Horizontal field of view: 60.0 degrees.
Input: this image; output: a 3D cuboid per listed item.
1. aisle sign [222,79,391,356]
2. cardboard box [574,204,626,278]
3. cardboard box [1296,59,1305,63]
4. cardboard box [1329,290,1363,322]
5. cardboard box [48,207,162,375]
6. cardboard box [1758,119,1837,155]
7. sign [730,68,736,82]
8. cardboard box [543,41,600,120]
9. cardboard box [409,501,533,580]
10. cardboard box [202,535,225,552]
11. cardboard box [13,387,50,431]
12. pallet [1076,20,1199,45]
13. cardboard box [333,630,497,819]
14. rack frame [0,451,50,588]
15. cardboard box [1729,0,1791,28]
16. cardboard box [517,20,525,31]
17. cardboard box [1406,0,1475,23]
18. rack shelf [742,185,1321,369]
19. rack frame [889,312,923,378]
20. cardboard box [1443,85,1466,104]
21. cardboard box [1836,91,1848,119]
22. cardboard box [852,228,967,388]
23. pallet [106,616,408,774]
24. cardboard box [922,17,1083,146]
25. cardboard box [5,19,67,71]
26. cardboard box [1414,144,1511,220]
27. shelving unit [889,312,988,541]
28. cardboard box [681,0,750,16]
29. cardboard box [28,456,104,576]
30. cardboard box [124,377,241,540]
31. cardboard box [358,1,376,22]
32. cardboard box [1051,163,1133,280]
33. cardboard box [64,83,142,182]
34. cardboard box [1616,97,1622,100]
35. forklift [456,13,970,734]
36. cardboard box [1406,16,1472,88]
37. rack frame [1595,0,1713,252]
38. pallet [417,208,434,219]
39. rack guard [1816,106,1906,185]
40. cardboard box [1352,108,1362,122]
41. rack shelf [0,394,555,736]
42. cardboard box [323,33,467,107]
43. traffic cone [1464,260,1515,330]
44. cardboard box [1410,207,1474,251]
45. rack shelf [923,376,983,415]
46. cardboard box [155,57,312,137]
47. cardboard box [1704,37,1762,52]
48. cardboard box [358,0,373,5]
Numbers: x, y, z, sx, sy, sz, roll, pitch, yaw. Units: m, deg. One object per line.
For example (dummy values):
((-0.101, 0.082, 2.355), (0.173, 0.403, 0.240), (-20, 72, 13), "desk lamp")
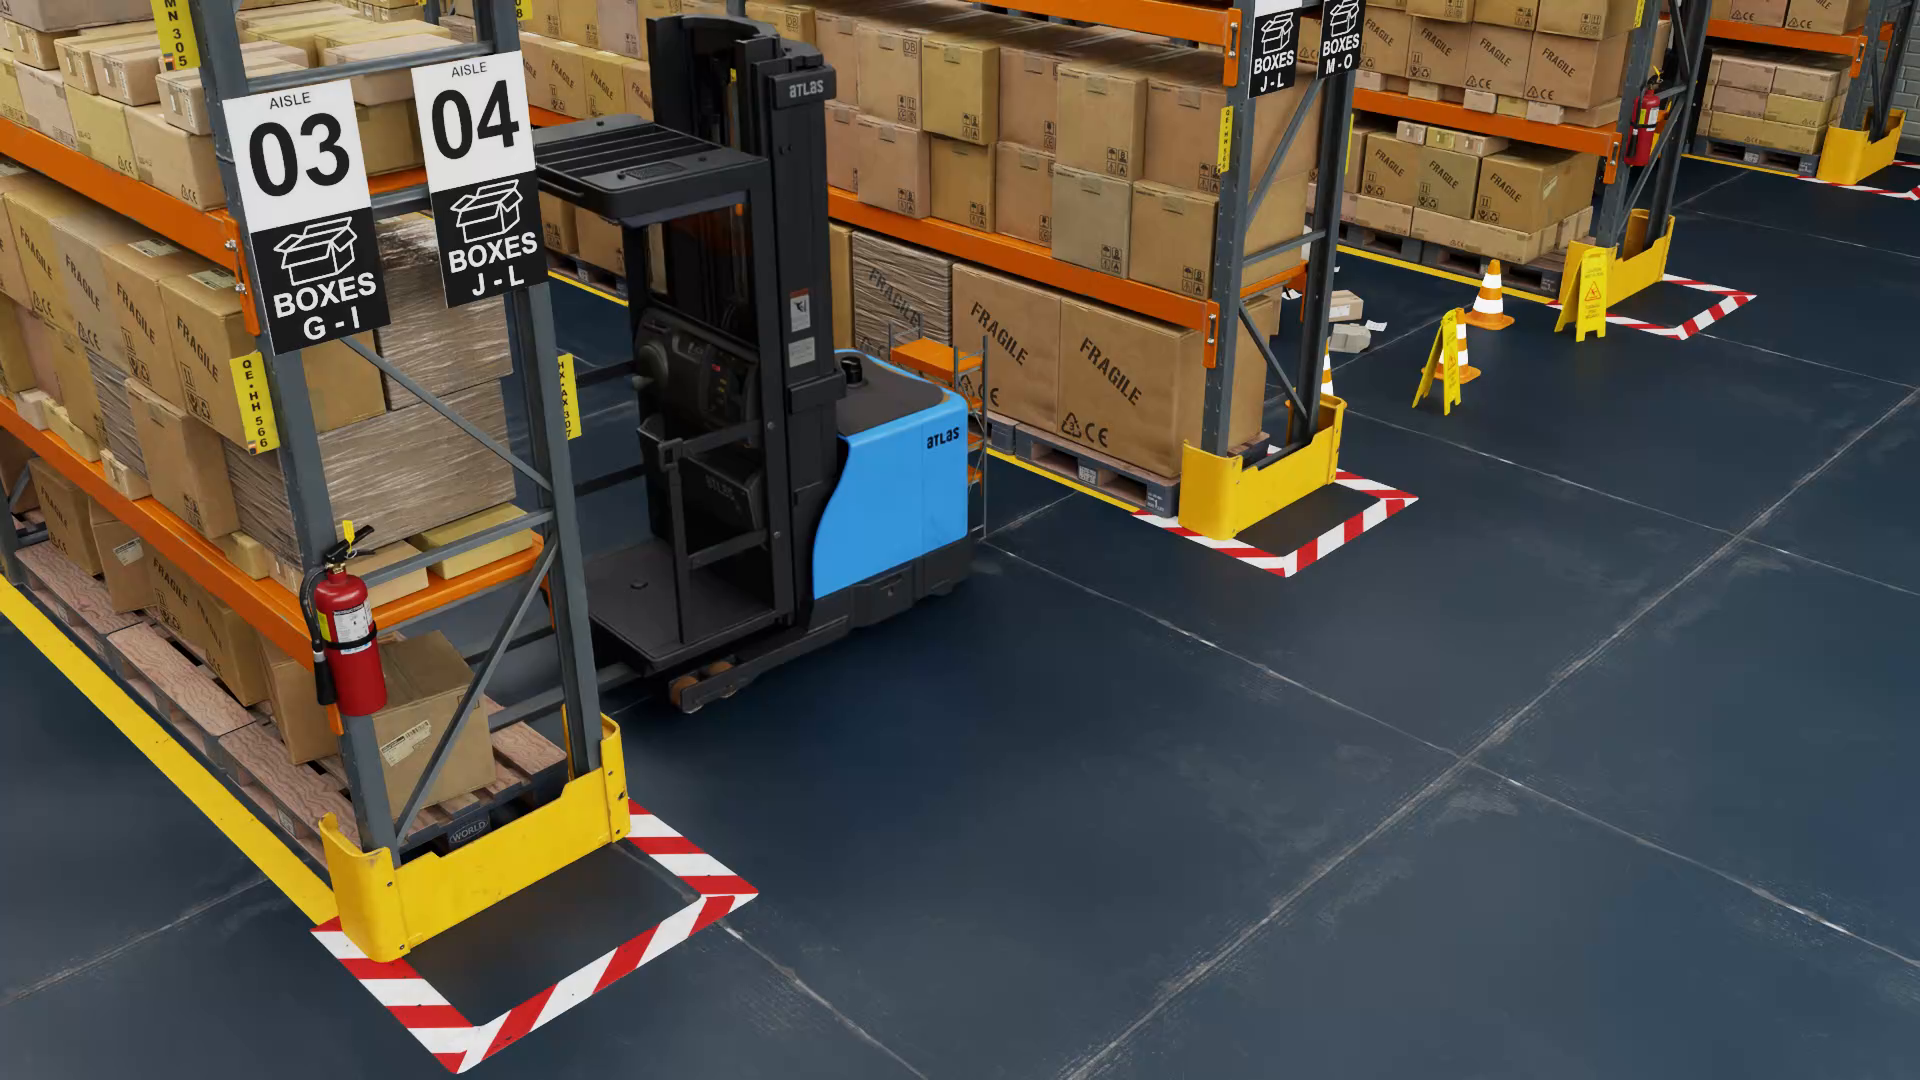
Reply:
((-1.992, -0.986, 5.109), (0.004, 0.787, 0.394), (25, 36, 38), "aisle sign")
((-2.320, -2.552, 12.847), (0.750, 0.750, 1.050), (25, 36, 38), "cardboard box")
((2.849, -3.995, 13.894), (0.380, 0.149, 0.250), (-24, 36, -38), "cardboard box")
((2.772, -1.739, 12.398), (0.380, 0.149, 0.250), (-7, 29, -14), "cardboard box")
((-3.107, -0.996, 6.420), (0.500, 0.500, 0.500), (25, 36, 38), "cardboard box")
((8.043, -3.910, 15.965), (0.500, 0.250, 0.500), (25, 37, 39), "cardboard box")
((-1.502, -3.167, 10.892), (0.005, 0.325, 0.100), (25, 36, 38), "sign")
((-2.773, -3.494, 12.564), (0.500, 0.500, 0.500), (24, 36, 38), "cardboard box")
((-1.862, -0.016, 6.327), (0.250, 0.149, 0.380), (25, 36, 38), "cardboard box")
((-2.734, -0.101, 6.490), (0.250, 0.149, 0.380), (25, 36, 38), "cardboard box")
((-4.035, -0.647, 7.528), (0.250, 0.149, 0.380), (25, 36, 38), "cardboard box")
((1.827, -4.762, 15.289), (1.213, 0.211, 1.003), (25, 36, 38), "pallet")
((-2.259, 0.756, 6.824), (0.500, 0.500, 0.500), (-18, 33, -30), "cardboard box")
((-4.678, -1.260, 8.424), (0.127, 3.000, 1.000), (25, 36, 38), "rack frame")
((7.701, -5.182, 15.775), (0.500, 0.500, 0.500), (-24, 36, -38), "cardboard box")
((-3.306, -4.351, 13.120), (0.500, 0.500, 0.700), (24, 36, 38), "cardboard box")
((3.813, -4.256, 12.620), (0.500, 0.500, 0.700), (24, 36, 38), "cardboard box")
((0.297, -1.902, 10.418), (4.000, 0.370, 1.077), (25, 36, 38), "rack shelf")
((-0.292, -0.665, 9.225), (0.015, 1.200, 0.240), (25, 36, 38), "rack frame")
((3.990, -3.524, 13.000), (0.380, 0.149, 0.250), (-25, 36, -38), "cardboard box")
((8.410, -4.305, 16.180), (0.500, 0.250, 0.500), (-25, 36, -38), "cardboard box")
((-0.084, -1.597, 10.897), (0.875, 0.875, 0.875), (25, 37, 39), "cardboard box")
((-3.300, 0.580, 7.921), (1.213, 0.211, 1.003), (25, 36, 38), "pallet")
((0.256, -2.753, 9.941), (0.500, 0.550, 0.875), (25, 36, 38), "cardboard box")
((-3.165, -1.807, 5.973), (0.250, 0.149, 0.380), (22, 35, 36), "cardboard box")
((3.993, -2.889, 13.218), (0.500, 0.500, 0.500), (-24, 36, -37), "cardboard box")
((-0.118, -0.585, 9.073), (0.503, 1.200, 0.258), (25, 36, 38), "shelving unit")
((-1.487, -3.520, 11.540), (0.500, 0.500, 0.700), (24, 36, 38), "cardboard box")
((-4.421, -0.196, 8.634), (0.500, 0.500, 0.500), (23, 36, 37), "cardboard box")
((-2.639, -0.443, 6.442), (0.500, 0.500, 0.875), (25, 36, 38), "cardboard box")
((-4.844, -4.481, 14.049), (0.380, 0.149, 0.250), (-24, 36, -37), "cardboard box")
((1.020, -1.913, 9.503), (0.550, 0.550, 0.875), (25, 36, 38), "cardboard box")
((-2.706, -1.451, 5.725), (0.500, 0.250, 0.500), (25, 37, 39), "cardboard box")
((5.025, -3.312, 12.596), (0.250, 0.149, 0.380), (25, 37, 39), "cardboard box")
((-1.379, -0.769, 7.563), (3.031, 2.935, 1.130), (-23, 35, -36), "forklift")
((3.834, -3.835, 12.893), (0.500, 0.500, 0.500), (24, 36, 38), "cardboard box")
((5.122, -3.244, 12.196), (0.127, 3.000, 1.000), (25, 36, 38), "rack frame")
((-4.537, -3.200, 15.108), (1.213, 0.211, 1.003), (25, 36, 38), "pallet")
((8.616, -3.778, 15.898), (0.348, 0.500, 1.175), (25, 36, 38), "rack guard")
((3.110, -3.540, 13.760), (0.380, 0.149, 0.250), (-23, 35, -36), "cardboard box")
((-3.252, -0.289, 7.350), (4.000, 0.370, 1.077), (25, 36, 38), "rack shelf")
((-1.860, -1.559, 5.502), (0.250, 0.149, 0.380), (24, 36, 38), "cardboard box")
((3.911, -1.833, 12.239), (0.334, 0.463, 0.336), (25, 36, 38), "traffic cone")
((3.993, -2.559, 13.396), (0.500, 0.250, 0.500), (25, 37, 39), "cardboard box")
((-0.118, -0.724, 9.001), (0.480, 0.148, 0.258), (25, 36, 38), "rack shelf")
((-2.243, -1.380, 5.161), (0.250, 0.149, 0.380), (25, 36, 38), "cardboard box")
((7.681, -4.852, 16.683), (0.500, 0.250, 0.500), (24, 36, 38), "cardboard box")
((-4.829, -4.607, 13.968), (0.250, 0.149, 0.380), (24, 36, 38), "cardboard box")
